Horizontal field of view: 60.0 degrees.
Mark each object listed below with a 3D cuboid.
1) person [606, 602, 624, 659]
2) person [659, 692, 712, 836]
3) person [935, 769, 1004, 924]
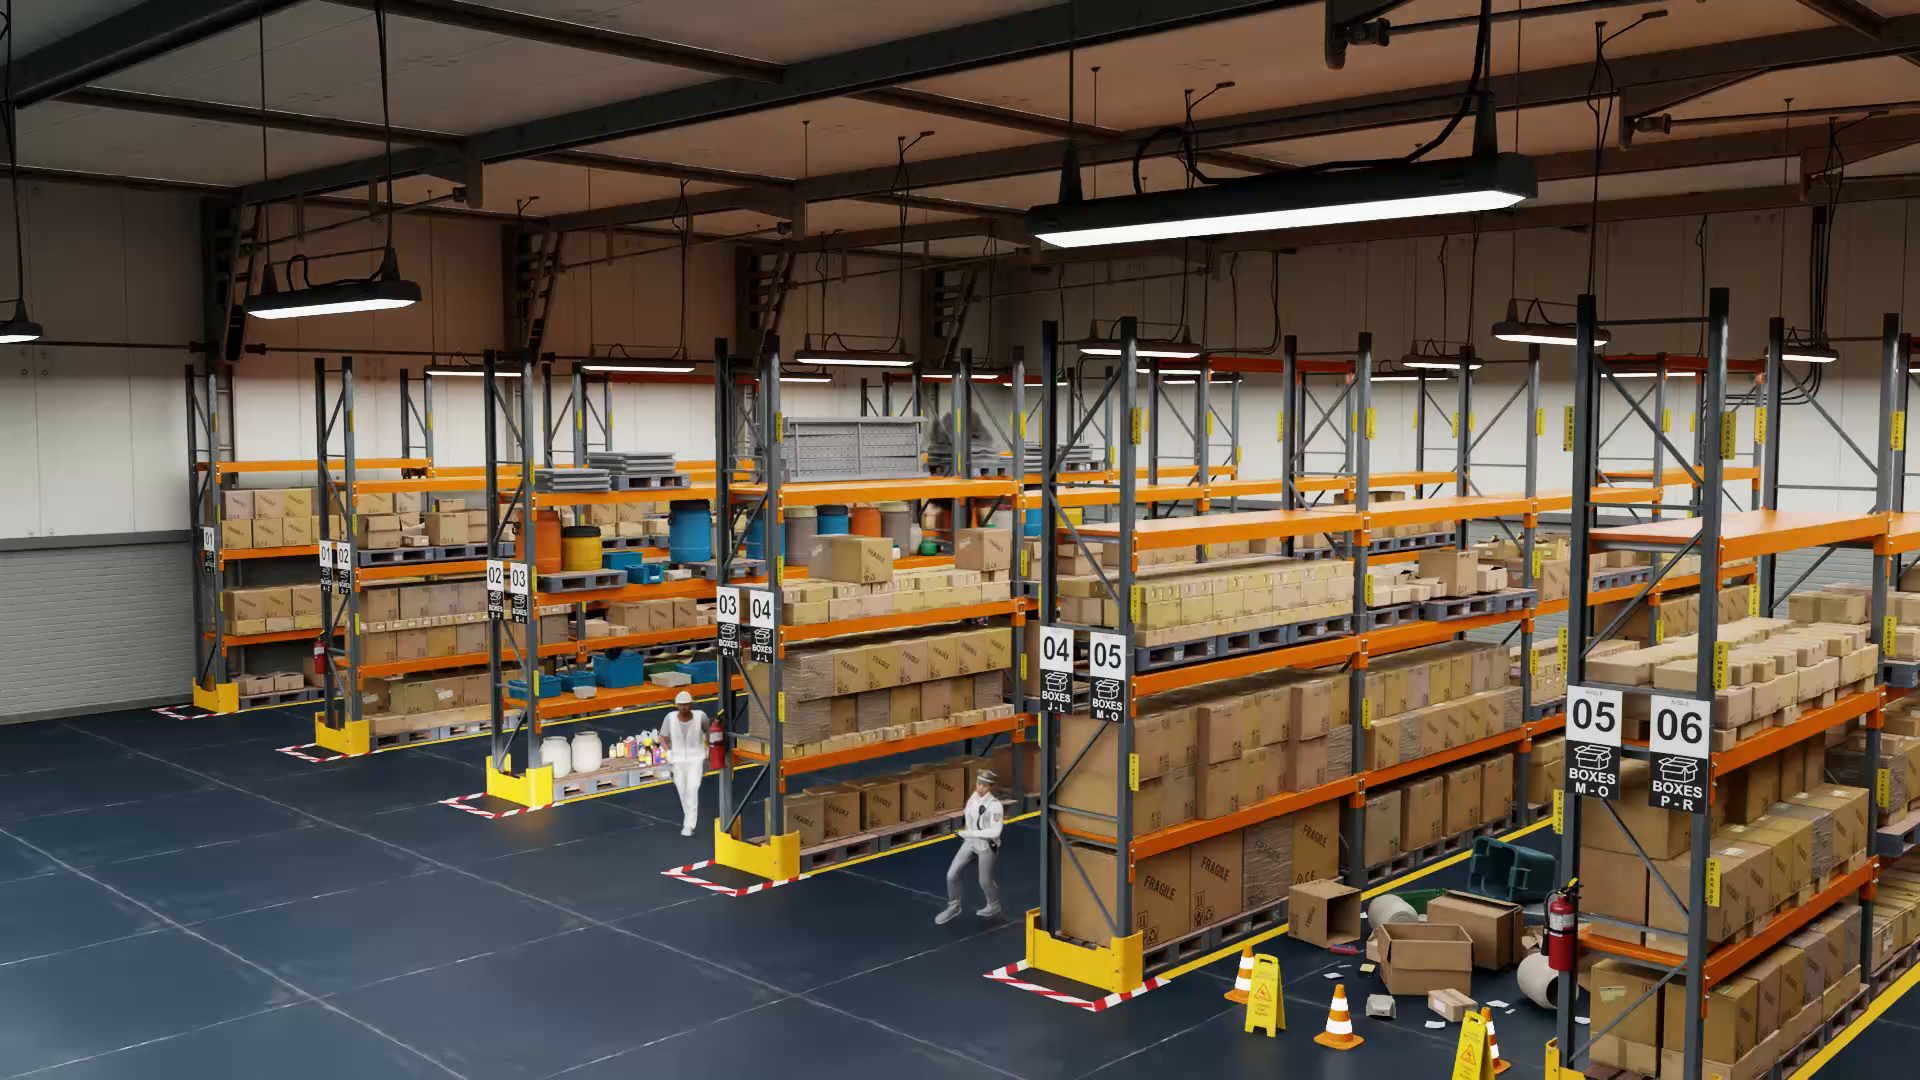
[{"bbox_3d":[-6.594,1.952,32.057,0.538,1.544,0.613,2,5,28],"label":"person"},{"bbox_3d":[-3.371,2.707,20.519,0.646,1.752,0.960,0,4,1],"label":"person"},{"bbox_3d":[0.219,3.055,16.668,0.735,1.620,0.712,4,6,44],"label":"person"}]
